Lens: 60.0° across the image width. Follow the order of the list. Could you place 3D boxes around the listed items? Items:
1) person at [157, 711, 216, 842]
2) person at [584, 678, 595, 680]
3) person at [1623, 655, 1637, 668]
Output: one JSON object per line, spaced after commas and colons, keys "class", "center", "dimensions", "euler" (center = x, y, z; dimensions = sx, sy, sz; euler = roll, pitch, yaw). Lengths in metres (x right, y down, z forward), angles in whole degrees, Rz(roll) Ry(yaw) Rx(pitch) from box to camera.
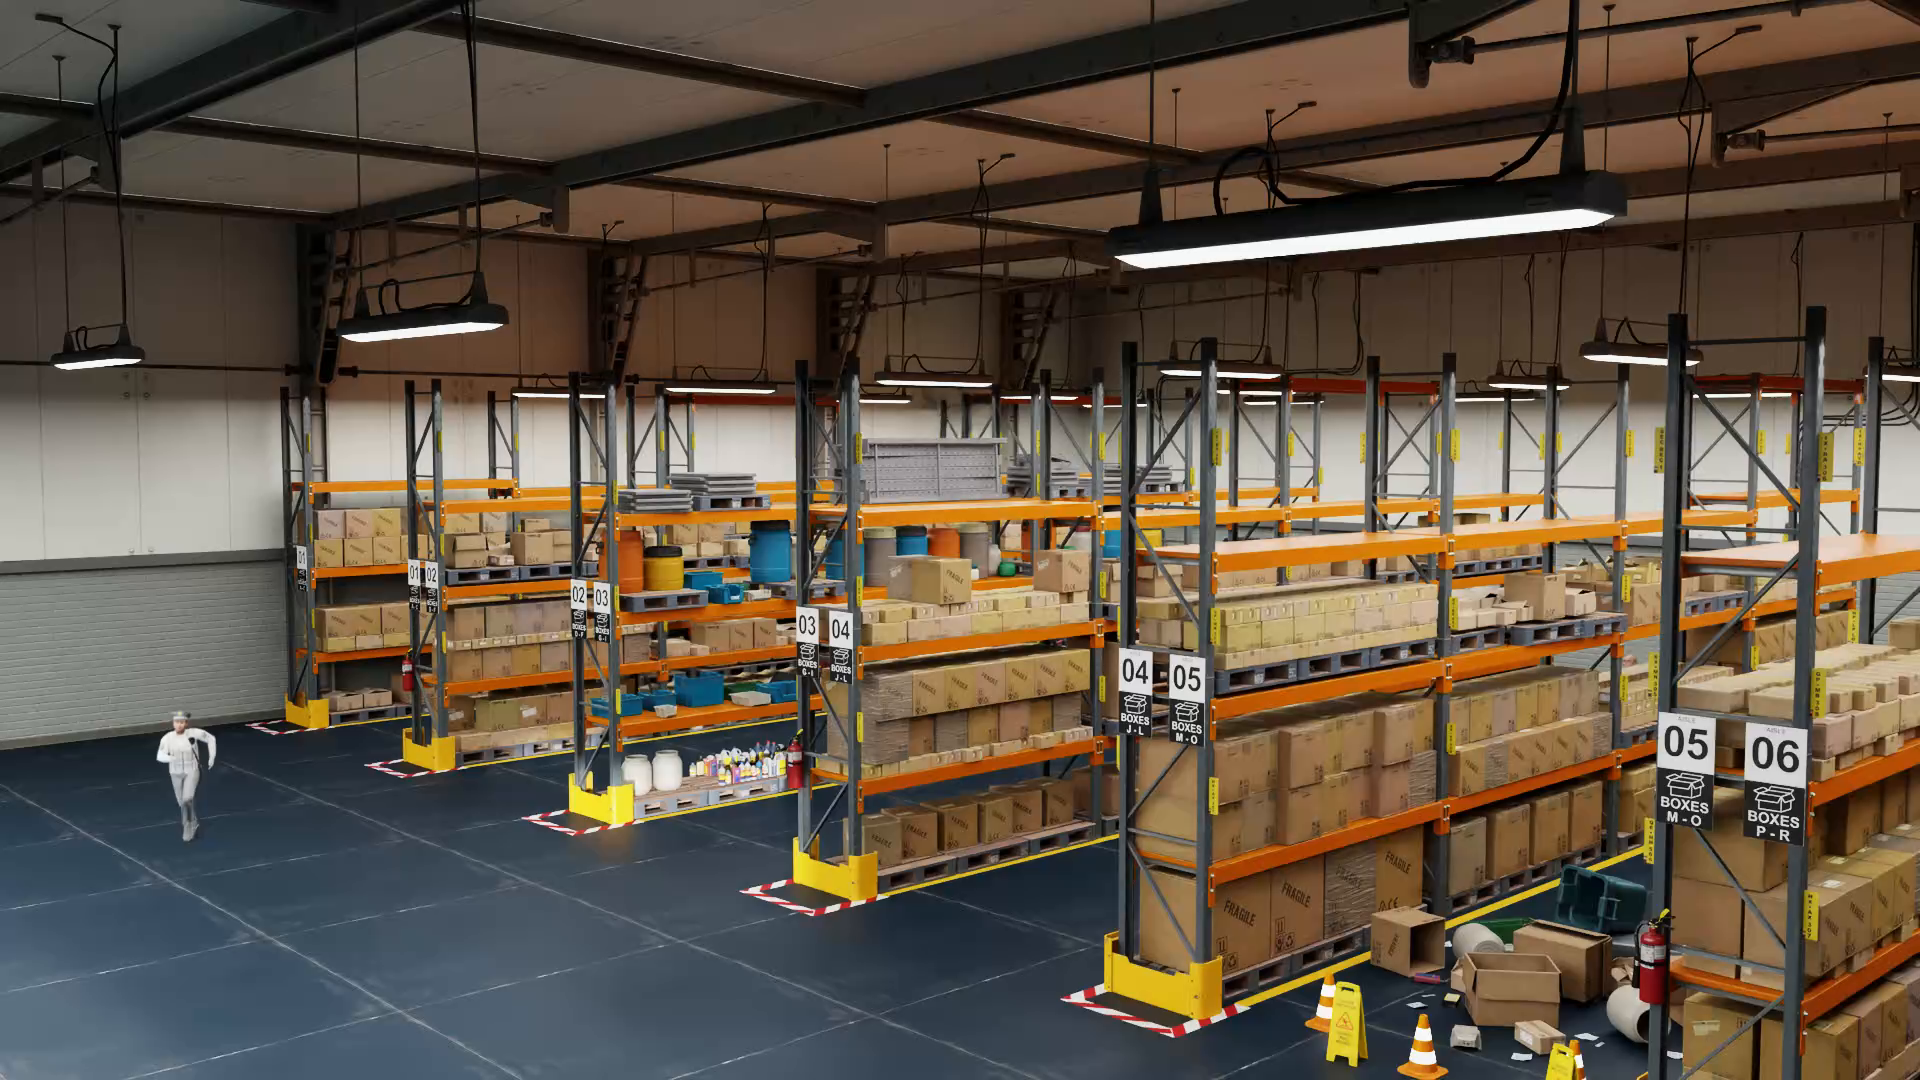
{"class": "person", "center": [-9.816, 2.970, 21.107], "dimensions": [0.642, 1.673, 0.785], "euler": [-1, 4, -14]}
{"class": "person", "center": [-6.580, 2.394, 29.602], "dimensions": [0.631, 1.732, 0.624], "euler": [3, 5, 41]}
{"class": "person", "center": [10.326, 2.646, 25.556], "dimensions": [1.043, 1.790, 0.717], "euler": [-3, 5, -41]}
